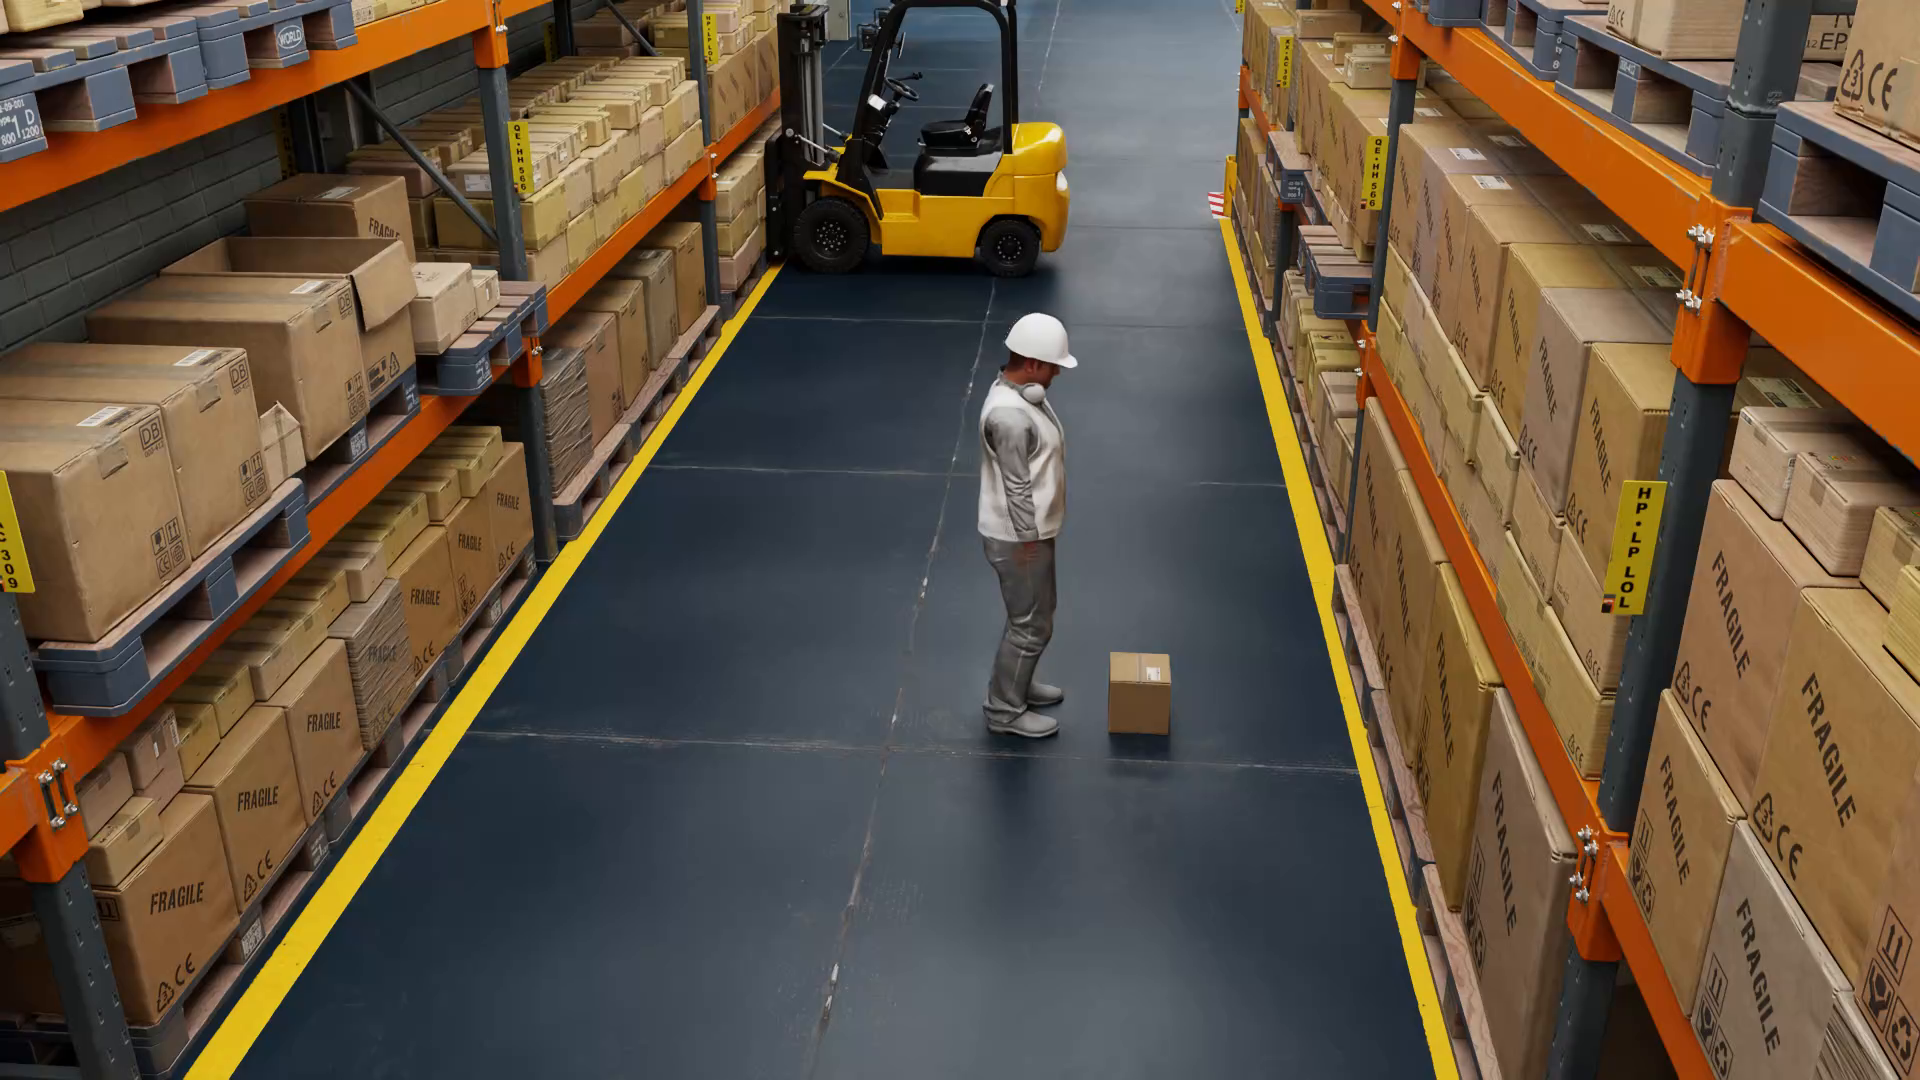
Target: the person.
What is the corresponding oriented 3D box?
[{"bbox_3d":[0.266,-0.066,6.744,0.378,1.760,0.538,2,24,5],"label":"person"}]
